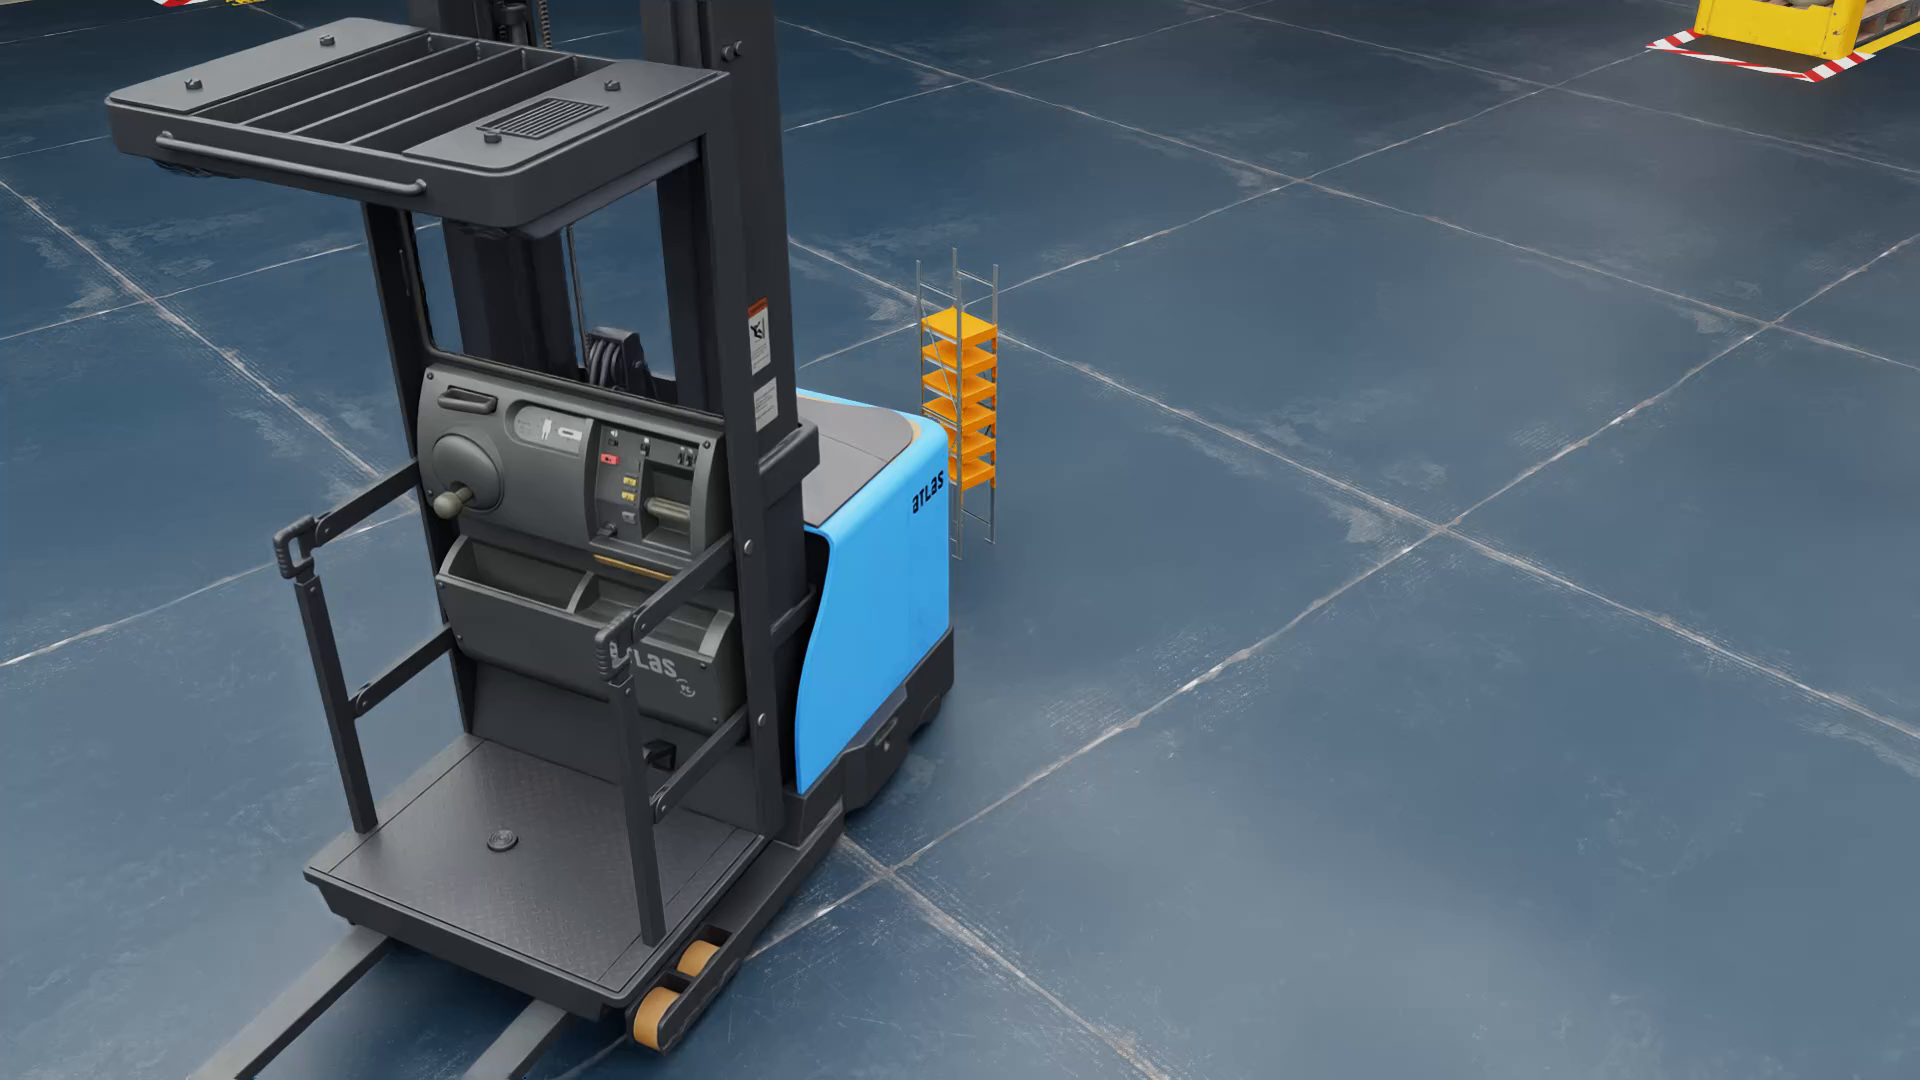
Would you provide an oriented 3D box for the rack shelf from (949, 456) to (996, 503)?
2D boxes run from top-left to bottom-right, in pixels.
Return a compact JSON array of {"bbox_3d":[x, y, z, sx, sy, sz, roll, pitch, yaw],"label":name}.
[{"bbox_3d":[-0.011,-0.264,6.577,0.180,0.103,0.258,-26,40,-35],"label":"rack shelf"}]

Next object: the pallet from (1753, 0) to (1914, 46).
[{"bbox_3d":[7.050,-4.337,13.641,1.213,0.211,1.003,-26,40,-35],"label":"pallet"}]

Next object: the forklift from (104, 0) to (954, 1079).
[{"bbox_3d":[-1.126,-0.136,4.164,1.130,2.935,3.031,14,34,22],"label":"forklift"}]

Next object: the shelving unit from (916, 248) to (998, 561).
[{"bbox_3d":[-0.011,-0.507,6.429,0.189,1.200,0.258,-26,40,-35],"label":"shelving unit"}]

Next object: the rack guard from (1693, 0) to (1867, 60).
[{"bbox_3d":[6.451,-4.174,13.097,0.348,0.500,1.175,-26,40,-35],"label":"rack guard"}]

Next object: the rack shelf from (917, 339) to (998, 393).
[{"bbox_3d":[-0.011,-0.674,6.327,0.180,0.103,0.258,-26,40,-35],"label":"rack shelf"}]

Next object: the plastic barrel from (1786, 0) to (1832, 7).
[{"bbox_3d":[6.858,-4.576,13.341,0.421,0.512,0.421,0,31,0],"label":"plastic barrel"}]

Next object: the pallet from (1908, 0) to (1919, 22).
[{"bbox_3d":[7.944,-4.768,14.345,1.213,0.211,1.003,-26,40,-35],"label":"pallet"}]

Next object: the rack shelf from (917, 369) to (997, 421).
[{"bbox_3d":[-0.011,-0.571,6.389,0.180,0.103,0.258,-26,40,-35],"label":"rack shelf"}]

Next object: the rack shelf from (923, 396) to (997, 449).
[{"bbox_3d":[-0.011,-0.469,6.452,0.180,0.103,0.258,-26,40,-35],"label":"rack shelf"}]

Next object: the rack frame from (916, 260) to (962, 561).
[{"bbox_3d":[-0.078,-0.474,6.376,0.006,1.200,0.240,-26,40,-35],"label":"rack frame"}]

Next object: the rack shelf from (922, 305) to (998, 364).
[{"bbox_3d":[-0.011,-0.776,6.264,0.180,0.103,0.258,-26,40,-35],"label":"rack shelf"}]

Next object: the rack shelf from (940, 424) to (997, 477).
[{"bbox_3d":[-0.011,-0.366,6.514,0.180,0.103,0.258,-26,40,-35],"label":"rack shelf"}]

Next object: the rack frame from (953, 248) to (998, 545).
[{"bbox_3d":[0.056,-0.539,6.482,0.006,1.200,0.240,-26,40,-35],"label":"rack frame"}]
